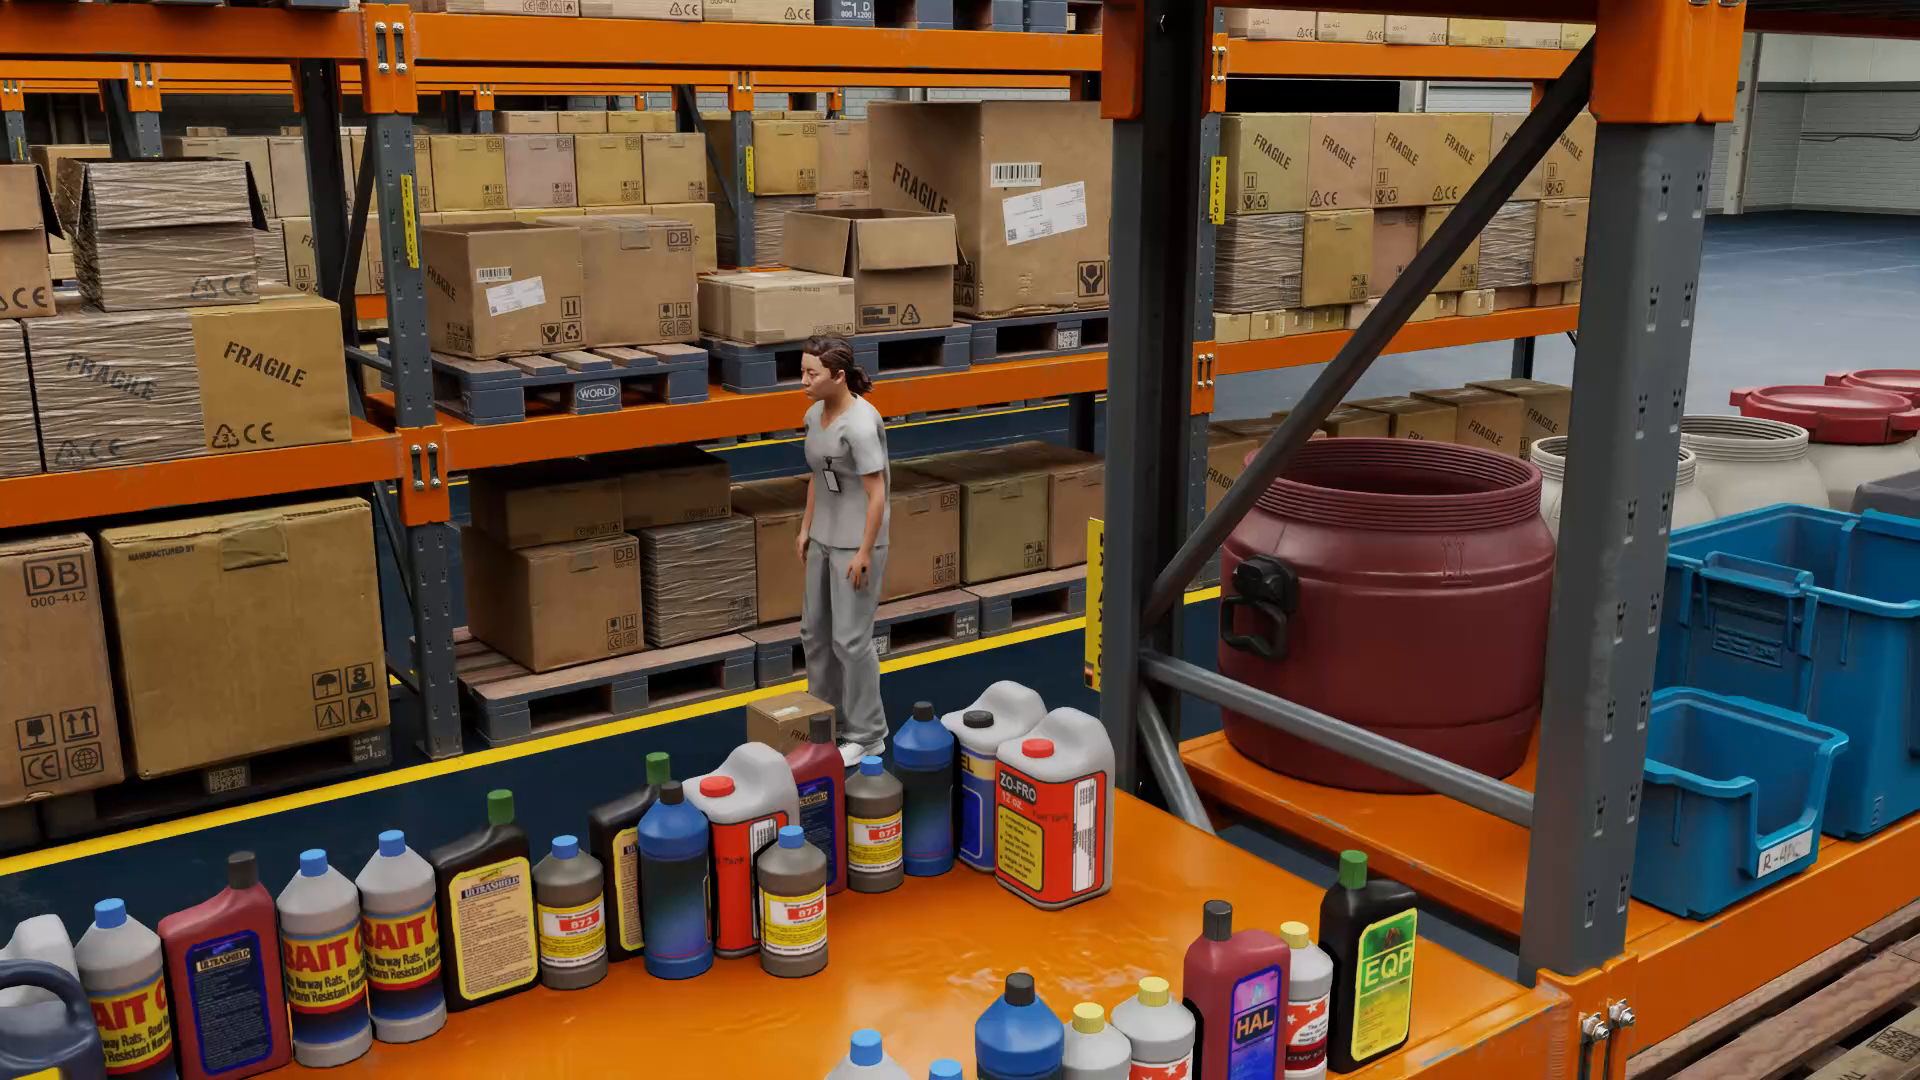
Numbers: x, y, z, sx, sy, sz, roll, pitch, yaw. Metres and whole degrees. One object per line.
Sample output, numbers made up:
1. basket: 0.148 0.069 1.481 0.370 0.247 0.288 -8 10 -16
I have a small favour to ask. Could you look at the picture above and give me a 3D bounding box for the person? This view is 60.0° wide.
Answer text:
1. person: -0.460 0.028 6.405 0.357 1.673 0.486 -10 18 -34
